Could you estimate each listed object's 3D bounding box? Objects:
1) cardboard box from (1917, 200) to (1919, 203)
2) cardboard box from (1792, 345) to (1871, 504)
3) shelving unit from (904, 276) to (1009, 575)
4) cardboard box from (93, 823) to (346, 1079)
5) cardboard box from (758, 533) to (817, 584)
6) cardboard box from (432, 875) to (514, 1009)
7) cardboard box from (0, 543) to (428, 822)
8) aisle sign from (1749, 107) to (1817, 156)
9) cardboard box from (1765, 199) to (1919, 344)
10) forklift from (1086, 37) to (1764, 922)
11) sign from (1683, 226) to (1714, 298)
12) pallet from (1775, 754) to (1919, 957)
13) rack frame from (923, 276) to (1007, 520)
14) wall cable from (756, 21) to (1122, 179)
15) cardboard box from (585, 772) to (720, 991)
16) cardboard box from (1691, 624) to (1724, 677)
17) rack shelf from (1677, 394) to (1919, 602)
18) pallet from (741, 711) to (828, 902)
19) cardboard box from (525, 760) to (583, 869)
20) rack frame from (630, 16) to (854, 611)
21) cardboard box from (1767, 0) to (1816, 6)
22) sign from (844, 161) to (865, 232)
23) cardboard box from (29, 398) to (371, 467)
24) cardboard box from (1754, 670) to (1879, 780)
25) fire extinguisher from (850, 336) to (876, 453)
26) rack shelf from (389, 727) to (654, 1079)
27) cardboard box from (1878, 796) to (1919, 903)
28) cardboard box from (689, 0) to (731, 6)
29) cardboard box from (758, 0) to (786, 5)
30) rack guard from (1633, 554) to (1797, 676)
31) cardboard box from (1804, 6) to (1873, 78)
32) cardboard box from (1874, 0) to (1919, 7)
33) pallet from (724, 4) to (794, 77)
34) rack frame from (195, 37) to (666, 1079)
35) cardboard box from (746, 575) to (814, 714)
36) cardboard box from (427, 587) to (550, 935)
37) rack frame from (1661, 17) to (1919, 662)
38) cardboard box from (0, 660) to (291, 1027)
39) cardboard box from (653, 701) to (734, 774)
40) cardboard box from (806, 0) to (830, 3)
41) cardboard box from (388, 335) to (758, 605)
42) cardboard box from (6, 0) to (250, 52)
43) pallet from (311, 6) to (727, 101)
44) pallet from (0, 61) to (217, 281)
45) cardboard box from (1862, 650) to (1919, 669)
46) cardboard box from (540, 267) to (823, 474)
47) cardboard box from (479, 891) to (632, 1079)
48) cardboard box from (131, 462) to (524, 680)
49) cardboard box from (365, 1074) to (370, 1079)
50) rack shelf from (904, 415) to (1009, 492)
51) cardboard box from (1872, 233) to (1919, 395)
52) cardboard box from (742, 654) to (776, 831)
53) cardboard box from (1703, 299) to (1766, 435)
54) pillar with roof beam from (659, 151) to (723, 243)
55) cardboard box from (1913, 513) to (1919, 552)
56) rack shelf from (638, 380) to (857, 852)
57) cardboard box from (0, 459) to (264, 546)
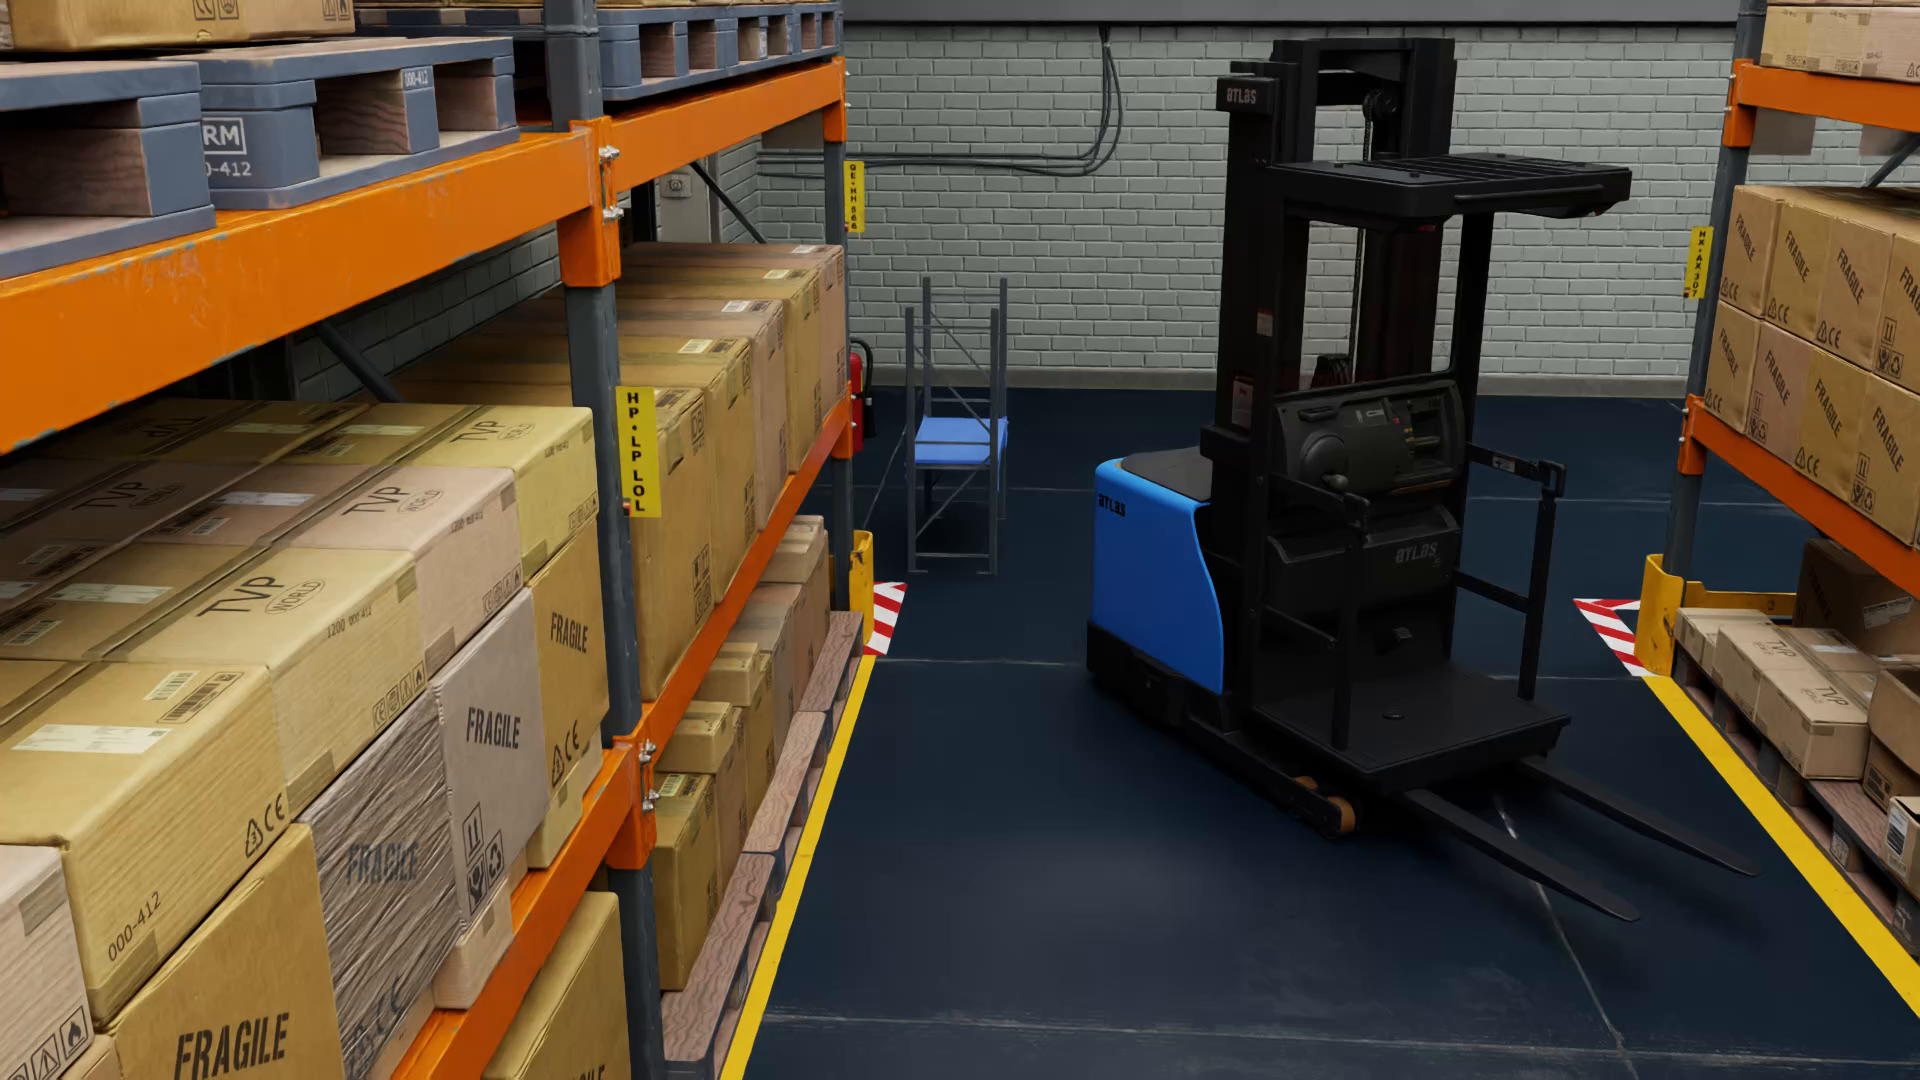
[{"bbox_3d":[4.113,-1.062,6.580,0.500,0.500,0.500,2,18,5],"label":"cardboard box"},{"bbox_3d":[3.541,-0.440,6.287,0.500,0.500,0.500,1,18,4],"label":"cardboard box"},{"bbox_3d":[-0.006,-0.686,9.609,0.538,1.500,1.048,1,18,4],"label":"shelving unit"},{"bbox_3d":[-1.205,0.713,2.260,0.500,0.500,0.500,2,18,5],"label":"cardboard box"},{"bbox_3d":[-0.830,0.073,7.180,0.380,0.149,0.250,2,18,5],"label":"cardboard box"},{"bbox_3d":[-1.082,0.755,3.172,0.380,0.149,0.250,1,18,4],"label":"cardboard box"},{"bbox_3d":[-1.183,0.206,2.604,0.500,0.250,0.500,2,18,5],"label":"cardboard box"},{"bbox_3d":[3.618,-2.103,7.350,0.394,0.787,0.004,1,18,4],"label":"aisle sign"},{"bbox_3d":[3.582,-1.069,6.600,0.500,0.500,0.500,1,18,4],"label":"cardboard box"},{"bbox_3d":[1.748,-0.402,6.443,1.130,2.935,3.031,-10,20,-27],"label":"forklift"},{"bbox_3d":[3.365,-1.264,7.572,0.100,0.325,0.005,1,18,4],"label":"sign"},{"bbox_3d":[3.755,1.134,6.124,1.003,0.211,1.213,1,18,4],"label":"pallet"},{"bbox_3d":[0.030,-0.844,10.090,0.500,1.500,0.032,1,18,4],"label":"rack frame"},{"bbox_3d":[-0.273,-4.074,12.890,3.097,2.526,0.112,1,18,4],"label":"wall cable"},{"bbox_3d":[-1.166,1.051,5.239,0.700,0.500,0.500,2,18,5],"label":"cardboard box"},{"bbox_3d":[3.516,0.497,7.433,0.380,0.166,0.250,1,18,4],"label":"cardboard box"},{"bbox_3d":[3.763,0.123,5.887,1.077,0.370,4.000,1,18,4],"label":"rack shelf"},{"bbox_3d":[-1.104,1.003,6.522,1.003,0.211,1.213,1,18,4],"label":"pallet"},{"bbox_3d":[-1.058,0.593,3.668,0.380,0.149,0.250,2,18,5],"label":"cardboard box"},{"bbox_3d":[-1.035,-0.950,8.004,1.000,3.000,0.127,1,18,4],"label":"rack frame"},{"bbox_3d":[3.610,-2.278,6.680,0.500,0.250,0.500,1,18,4],"label":"cardboard box"},{"bbox_3d":[-0.494,-1.596,7.737,0.100,0.325,0.005,1,18,4],"label":"sign"},{"bbox_3d":[-1.614,-0.125,3.613,0.500,0.250,0.500,2,18,6],"label":"cardboard box"},{"bbox_3d":[3.513,0.730,6.586,0.500,0.250,0.500,1,18,4],"label":"cardboard box"},{"bbox_3d":[-0.564,-0.772,8.186,0.296,0.674,0.183,1,18,4],"label":"fire extinguisher"},{"bbox_3d":[-1.465,1.256,2.429,1.077,0.370,4.000,1,18,4],"label":"rack shelf"},{"bbox_3d":[3.431,1.054,5.499,0.500,0.311,0.500,1,18,4],"label":"cardboard box"},{"bbox_3d":[-0.958,-1.675,4.807,0.500,0.250,0.500,1,18,3],"label":"cardboard box"},{"bbox_3d":[-0.891,-1.994,5.780,0.500,0.250,0.500,1,18,2],"label":"cardboard box"},{"bbox_3d":[3.901,0.371,7.988,1.175,0.500,0.348,1,18,4],"label":"rack guard"},{"bbox_3d":[3.567,-1.886,6.284,0.500,0.250,0.500,1,18,4],"label":"cardboard box"},{"bbox_3d":[3.538,-1.968,5.732,0.500,0.250,0.500,1,18,4],"label":"cardboard box"},{"bbox_3d":[-1.162,-1.722,5.688,1.003,0.211,1.213,1,18,4],"label":"pallet"},{"bbox_3d":[-1.321,0.293,4.213,1.000,3.000,0.127,1,18,4],"label":"rack frame"},{"bbox_3d":[-1.021,0.414,7.184,0.700,0.500,0.500,1,18,4],"label":"cardboard box"},{"bbox_3d":[-1.130,0.402,3.209,0.500,0.500,0.500,1,18,4],"label":"cardboard box"},{"bbox_3d":[3.906,-0.840,7.670,1.000,3.000,0.127,1,18,4],"label":"rack frame"},{"bbox_3d":[-1.218,0.364,2.121,0.500,0.250,0.500,1,18,3],"label":"cardboard box"},{"bbox_3d":[-0.959,0.640,5.450,0.380,0.149,0.250,2,18,6],"label":"cardboard box"},{"bbox_3d":[-0.822,-2.318,6.767,0.500,0.250,0.500,2,18,6],"label":"cardboard box"},{"bbox_3d":[-1.208,-0.245,5.371,0.980,0.700,0.700,1,18,3],"label":"cardboard box"},{"bbox_3d":[-1.469,-0.944,2.303,0.700,0.500,0.500,1,18,3],"label":"cardboard box"},{"bbox_3d":[-1.252,-1.345,4.534,1.003,0.211,1.213,1,18,4],"label":"pallet"},{"bbox_3d":[-1.538,-0.349,1.658,1.003,0.211,1.213,2,18,6],"label":"pallet"},{"bbox_3d":[3.994,0.595,7.133,0.380,0.166,0.250,1,18,4],"label":"cardboard box"},{"bbox_3d":[-1.102,-0.707,6.783,0.980,0.700,0.700,1,18,3],"label":"cardboard box"},{"bbox_3d":[-1.238,1.319,3.857,0.750,0.750,0.750,1,18,5],"label":"cardboard box"},{"bbox_3d":[-1.146,0.047,3.087,0.500,0.250,0.500,2,18,5],"label":"cardboard box"},{"bbox_3d":[-1.198,0.907,2.708,0.380,0.149,0.250,1,18,2],"label":"cardboard box"},{"bbox_3d":[-0.006,-0.515,9.665,0.538,0.185,1.000,1,18,4],"label":"rack shelf"},{"bbox_3d":[3.505,-0.755,5.645,0.500,0.500,0.500,1,18,3],"label":"cardboard box"},{"bbox_3d":[-1.087,0.736,6.201,0.700,0.500,0.500,2,18,5],"label":"cardboard box"},{"bbox_3d":[3.612,-0.756,7.252,0.500,0.500,0.500,2,18,5],"label":"cardboard box"},{"bbox_3d":[2.590,-4.562,9.395,9.100,9.000,0.400,1,18,4],"label":"pillar with roof beam"},{"bbox_3d":[3.470,-0.126,5.331,0.500,0.500,0.500,2,18,5],"label":"cardboard box"},{"bbox_3d":[-1.178,0.013,6.221,1.077,0.370,4.000,1,18,4],"label":"rack shelf"},{"bbox_3d":[-1.645,0.037,3.117,0.500,0.250,0.500,1,18,5],"label":"cardboard box"}]
